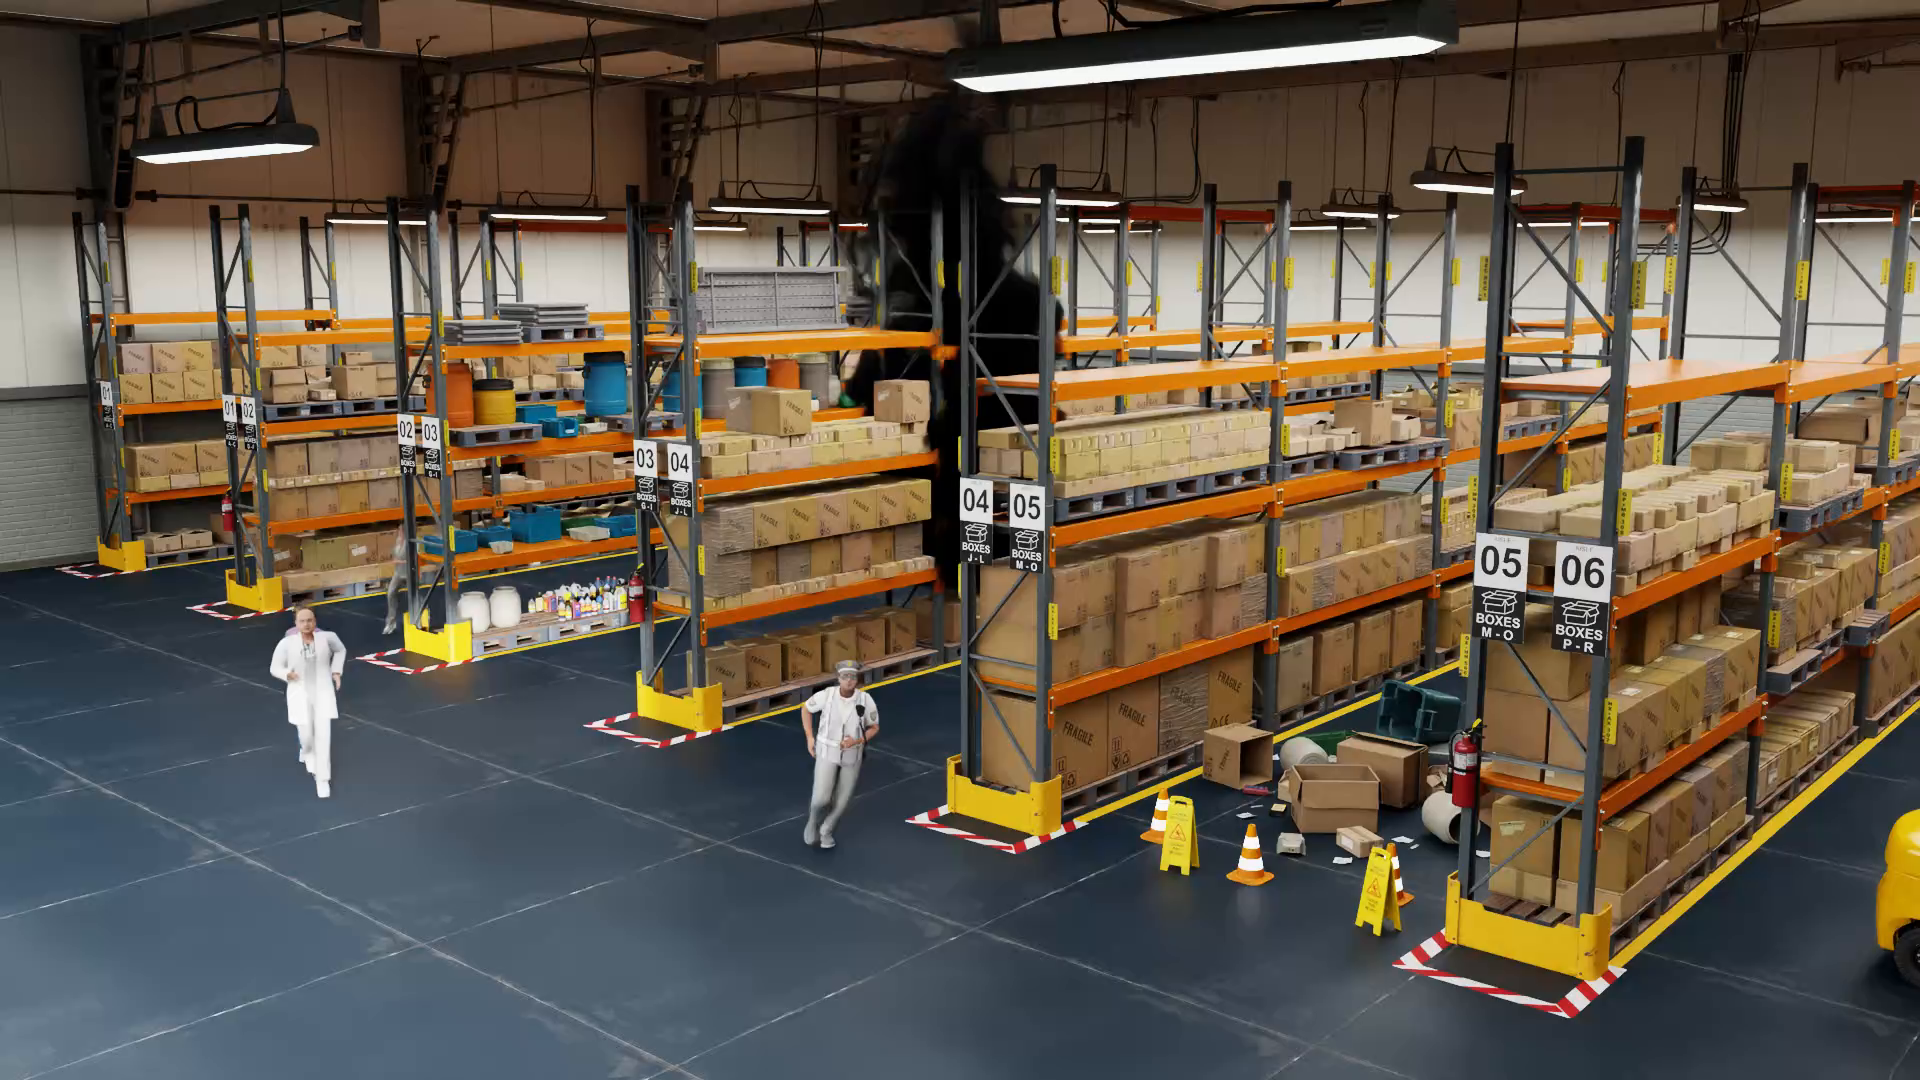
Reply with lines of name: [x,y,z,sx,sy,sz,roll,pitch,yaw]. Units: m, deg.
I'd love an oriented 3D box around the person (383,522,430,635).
person: [-7.754,0.523,23.447,0.538,1.625,0.751,6,11,30]

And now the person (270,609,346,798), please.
person: [-6.414,1.559,16.440,0.710,1.781,1.049,-4,10,-22]

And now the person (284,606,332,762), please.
person: [-6.896,1.471,17.542,0.542,1.576,0.889,-3,10,-16]

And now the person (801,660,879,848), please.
person: [-1.045,1.891,14.685,0.673,1.712,0.546,-2,10,-10]
